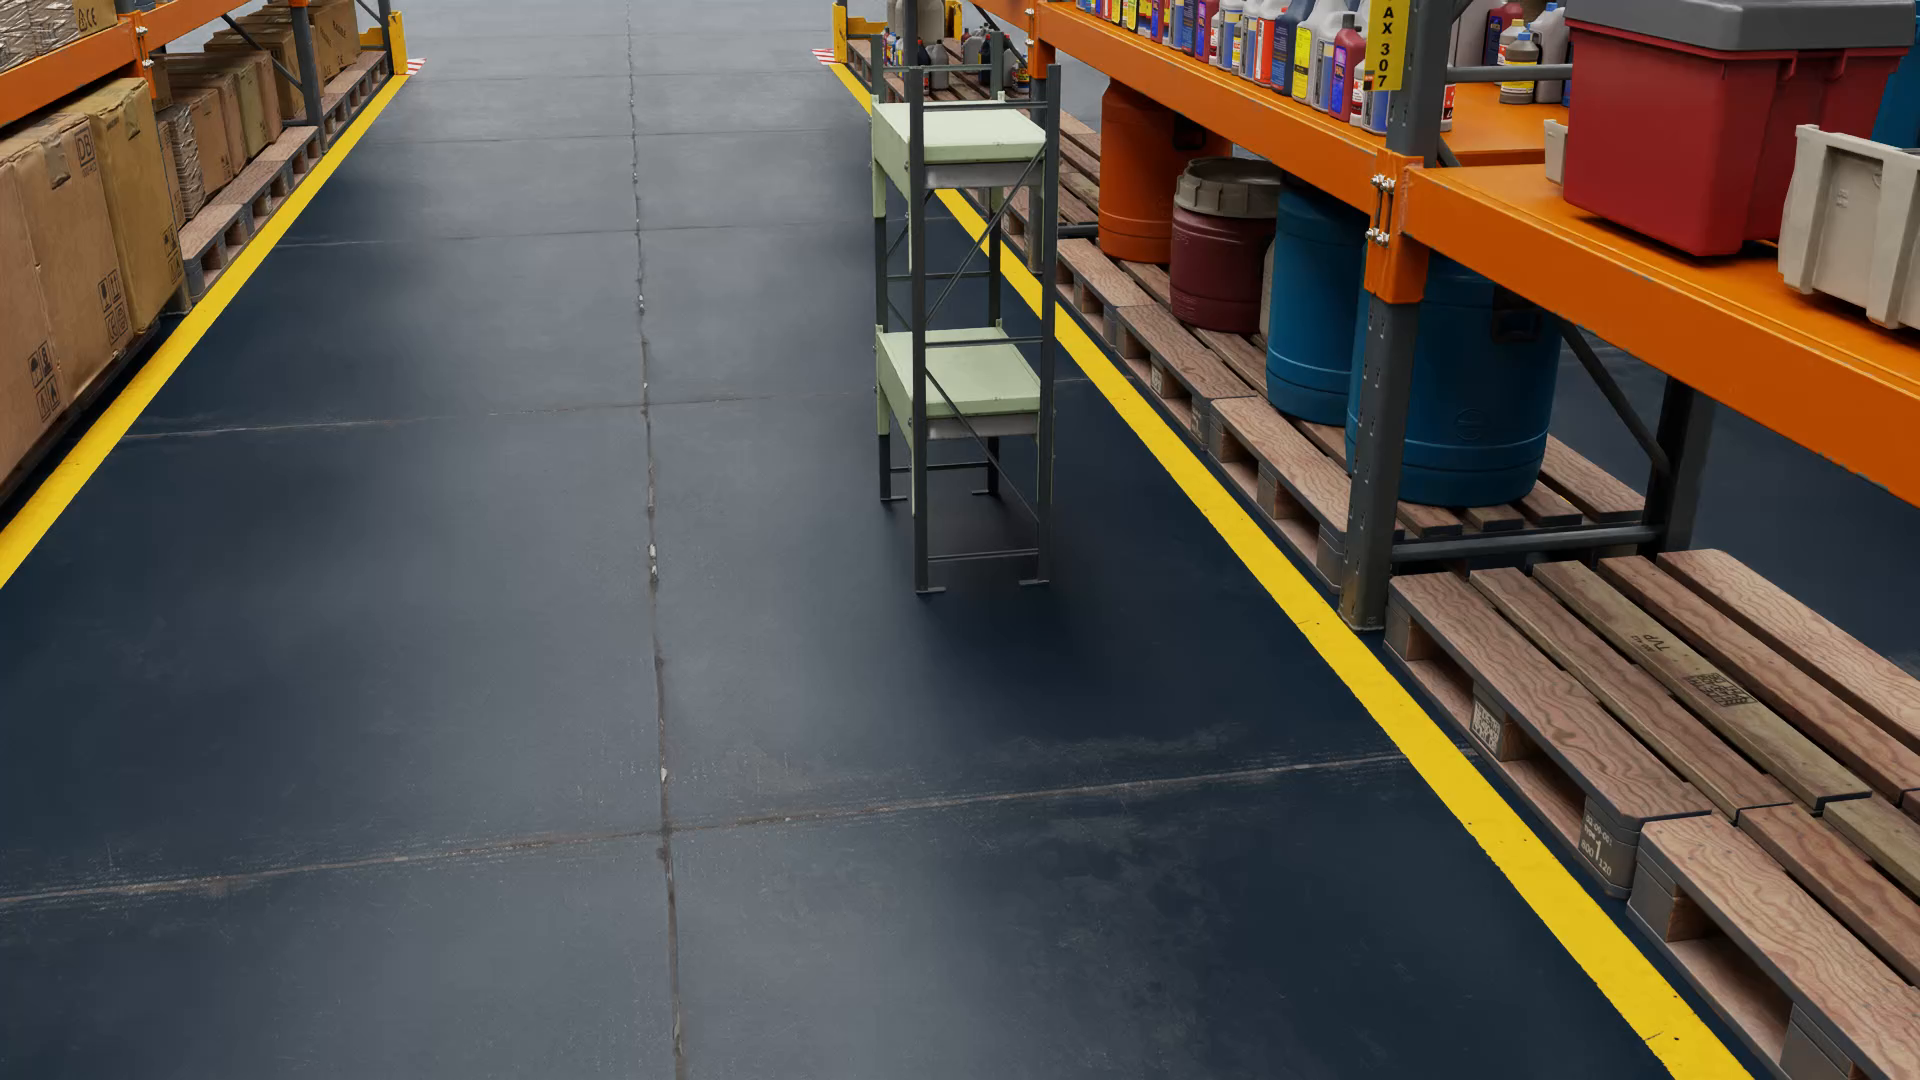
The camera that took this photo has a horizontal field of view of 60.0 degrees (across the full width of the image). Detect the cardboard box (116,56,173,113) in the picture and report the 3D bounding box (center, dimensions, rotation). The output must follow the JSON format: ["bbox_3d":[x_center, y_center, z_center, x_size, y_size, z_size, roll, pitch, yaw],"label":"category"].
[{"bbox_3d":[-4.288,-2.247,8.284,0.500,0.250,0.500,-2,24,-4],"label":"cardboard box"}]

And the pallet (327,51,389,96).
[{"bbox_3d":[-5.376,-3.895,13.904,1.003,0.211,1.213,-4,24,-10],"label":"pallet"}]

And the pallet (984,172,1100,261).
[{"bbox_3d":[0.736,-1.774,9.049,1.003,0.211,1.213,-4,24,-10],"label":"pallet"}]

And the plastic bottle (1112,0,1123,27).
[{"bbox_3d":[0.669,-2.259,6.820,0.061,0.283,0.133,-4,24,-10],"label":"plastic bottle"}]

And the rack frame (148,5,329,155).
[{"bbox_3d":[-4.766,-3.951,10.550,1.000,3.000,0.127,-4,24,-10],"label":"rack frame"}]

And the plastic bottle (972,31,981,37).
[{"bbox_3d":[0.178,-3.999,13.512,0.152,0.276,0.135,-5,24,-11],"label":"plastic bottle"}]

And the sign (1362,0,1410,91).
[{"bbox_3d":[1.040,-1.258,4.037,0.100,0.325,0.005,-4,24,-10],"label":"sign"}]

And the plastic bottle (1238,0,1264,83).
[{"bbox_3d":[1.005,-1.641,5.413,0.152,0.276,0.135,-4,24,-10],"label":"plastic bottle"}]

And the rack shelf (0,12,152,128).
[{"bbox_3d":[-3.656,-1.262,5.290,1.077,0.370,4.000,-4,24,-10],"label":"rack shelf"}]

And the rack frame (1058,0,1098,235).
[{"bbox_3d":[0.838,-2.744,7.786,0.949,2.616,0.053,-4,24,-10],"label":"rack frame"}]

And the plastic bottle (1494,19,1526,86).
[{"bbox_3d":[1.772,-1.559,5.319,0.097,0.201,0.097,0,24,0],"label":"plastic bottle"}]

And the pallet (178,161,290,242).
[{"bbox_3d":[-4.391,-1.887,9.306,1.003,0.211,1.213,-4,24,-10],"label":"pallet"}]

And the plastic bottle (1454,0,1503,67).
[{"bbox_3d":[1.699,-1.689,5.524,0.152,0.276,0.135,-4,24,-10],"label":"plastic bottle"}]

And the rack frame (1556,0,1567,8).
[{"bbox_3d":[4.970,-4.683,12.225,1.000,3.000,0.127,-4,24,-10],"label":"rack frame"}]

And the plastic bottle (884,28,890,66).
[{"bbox_3d":[-0.585,-4.022,13.554,0.061,0.283,0.133,-4,24,-9],"label":"plastic bottle"}]

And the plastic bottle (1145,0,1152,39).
[{"bbox_3d":[0.769,-2.080,6.426,0.097,0.271,0.097,0,24,0],"label":"plastic bottle"}]

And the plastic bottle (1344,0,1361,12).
[{"bbox_3d":[1.197,-1.569,5.157,0.144,0.351,0.185,-4,24,-10],"label":"plastic bottle"}]

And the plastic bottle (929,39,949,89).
[{"bbox_3d":[-0.159,-3.548,12.387,0.144,0.351,0.185,-4,24,-10],"label":"plastic bottle"}]

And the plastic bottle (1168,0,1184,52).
[{"bbox_3d":[0.860,-1.948,6.118,0.152,0.276,0.135,-4,24,-10],"label":"plastic bottle"}]

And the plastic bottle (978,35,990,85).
[{"bbox_3d":[0.219,-3.643,12.604,0.144,0.351,0.185,-4,24,-10],"label":"plastic bottle"}]

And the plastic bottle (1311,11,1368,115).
[{"bbox_3d":[1.123,-1.389,4.838,0.152,0.276,0.135,-4,24,-10],"label":"plastic bottle"}]

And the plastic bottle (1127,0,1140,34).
[{"bbox_3d":[0.712,-2.168,6.612,0.061,0.283,0.133,-4,24,-10],"label":"plastic bottle"}]

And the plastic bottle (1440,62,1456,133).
[{"bbox_3d":[1.310,-1.228,4.562,0.097,0.201,0.097,0,24,0],"label":"plastic bottle"}]

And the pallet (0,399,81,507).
[{"bbox_3d":[-3.732,-0.306,5.686,1.003,0.211,1.213,-4,24,-10],"label":"pallet"}]

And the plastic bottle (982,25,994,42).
[{"bbox_3d":[0.247,-3.895,13.181,0.144,0.351,0.185,-4,24,-10],"label":"plastic bottle"}]

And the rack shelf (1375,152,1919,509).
[{"bbox_3d":[1.951,-0.055,2.527,1.077,0.370,4.000,-4,24,-10],"label":"rack shelf"}]

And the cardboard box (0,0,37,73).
[{"bbox_3d":[-3.506,-1.848,5.608,0.500,0.500,0.500,-5,24,-11],"label":"cardboard box"}]

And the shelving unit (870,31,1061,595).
[{"bbox_3d":[-0.001,-0.690,4.956,0.431,1.500,0.755,-4,24,-10],"label":"shelving unit"}]

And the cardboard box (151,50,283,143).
[{"bbox_3d":[-4.673,-2.764,10.405,0.700,0.500,0.500,-6,24,-14],"label":"cardboard box"}]

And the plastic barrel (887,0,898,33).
[{"bbox_3d":[-0.441,-4.690,14.825,0.421,0.512,0.421,0,24,0],"label":"plastic barrel"}]

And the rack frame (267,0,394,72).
[{"bbox_3d":[-5.506,-5.525,14.152,1.000,3.000,0.127,-4,24,-10],"label":"rack frame"}]

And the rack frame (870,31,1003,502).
[{"bbox_3d":[-0.069,-0.834,5.285,0.400,1.500,0.023,-4,24,-10],"label":"rack frame"}]

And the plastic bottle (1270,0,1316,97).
[{"bbox_3d":[1.055,-1.559,5.133,0.144,0.351,0.185,-4,24,-10],"label":"plastic bottle"}]

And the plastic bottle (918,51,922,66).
[{"bbox_3d":[-0.311,-3.440,12.222,0.061,0.283,0.133,-3,24,-7],"label":"plastic bottle"}]

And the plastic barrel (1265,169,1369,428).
[{"bbox_3d":[1.366,-0.896,5.651,0.600,0.901,0.708,-4,24,-10],"label":"plastic barrel"}]

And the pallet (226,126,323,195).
[{"bbox_3d":[-4.620,-2.367,10.407,1.003,0.211,1.213,-4,24,-10],"label":"pallet"}]

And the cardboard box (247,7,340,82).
[{"bbox_3d":[-5.165,-3.845,12.903,0.500,0.500,0.500,-2,24,-5],"label":"cardboard box"}]

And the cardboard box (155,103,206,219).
[{"bbox_3d":[-4.285,-1.913,8.457,0.700,0.500,0.500,-6,24,-14],"label":"cardboard box"}]

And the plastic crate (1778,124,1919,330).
[{"bbox_3d":[1.682,-0.530,2.789,0.437,0.282,0.530,-4,24,-10],"label":"plastic crate"}]

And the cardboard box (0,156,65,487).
[{"bbox_3d":[-3.591,-0.625,5.064,1.225,0.875,0.875,-5,24,-12],"label":"cardboard box"}]

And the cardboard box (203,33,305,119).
[{"bbox_3d":[-7.571,-4.042,11.931,5.628,1.640,3.313,-4,24,-10],"label":"cardboard box"}]

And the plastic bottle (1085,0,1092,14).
[{"bbox_3d":[0.598,-2.444,7.259,0.097,0.271,0.097,0,24,0],"label":"plastic bottle"}]

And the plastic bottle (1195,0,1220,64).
[{"bbox_3d":[0.874,-1.823,5.821,0.061,0.283,0.133,-4,24,-10],"label":"plastic bottle"}]

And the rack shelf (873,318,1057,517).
[{"bbox_3d":[-0.001,-0.391,5.086,0.431,0.370,0.720,-4,24,-10],"label":"rack shelf"}]
